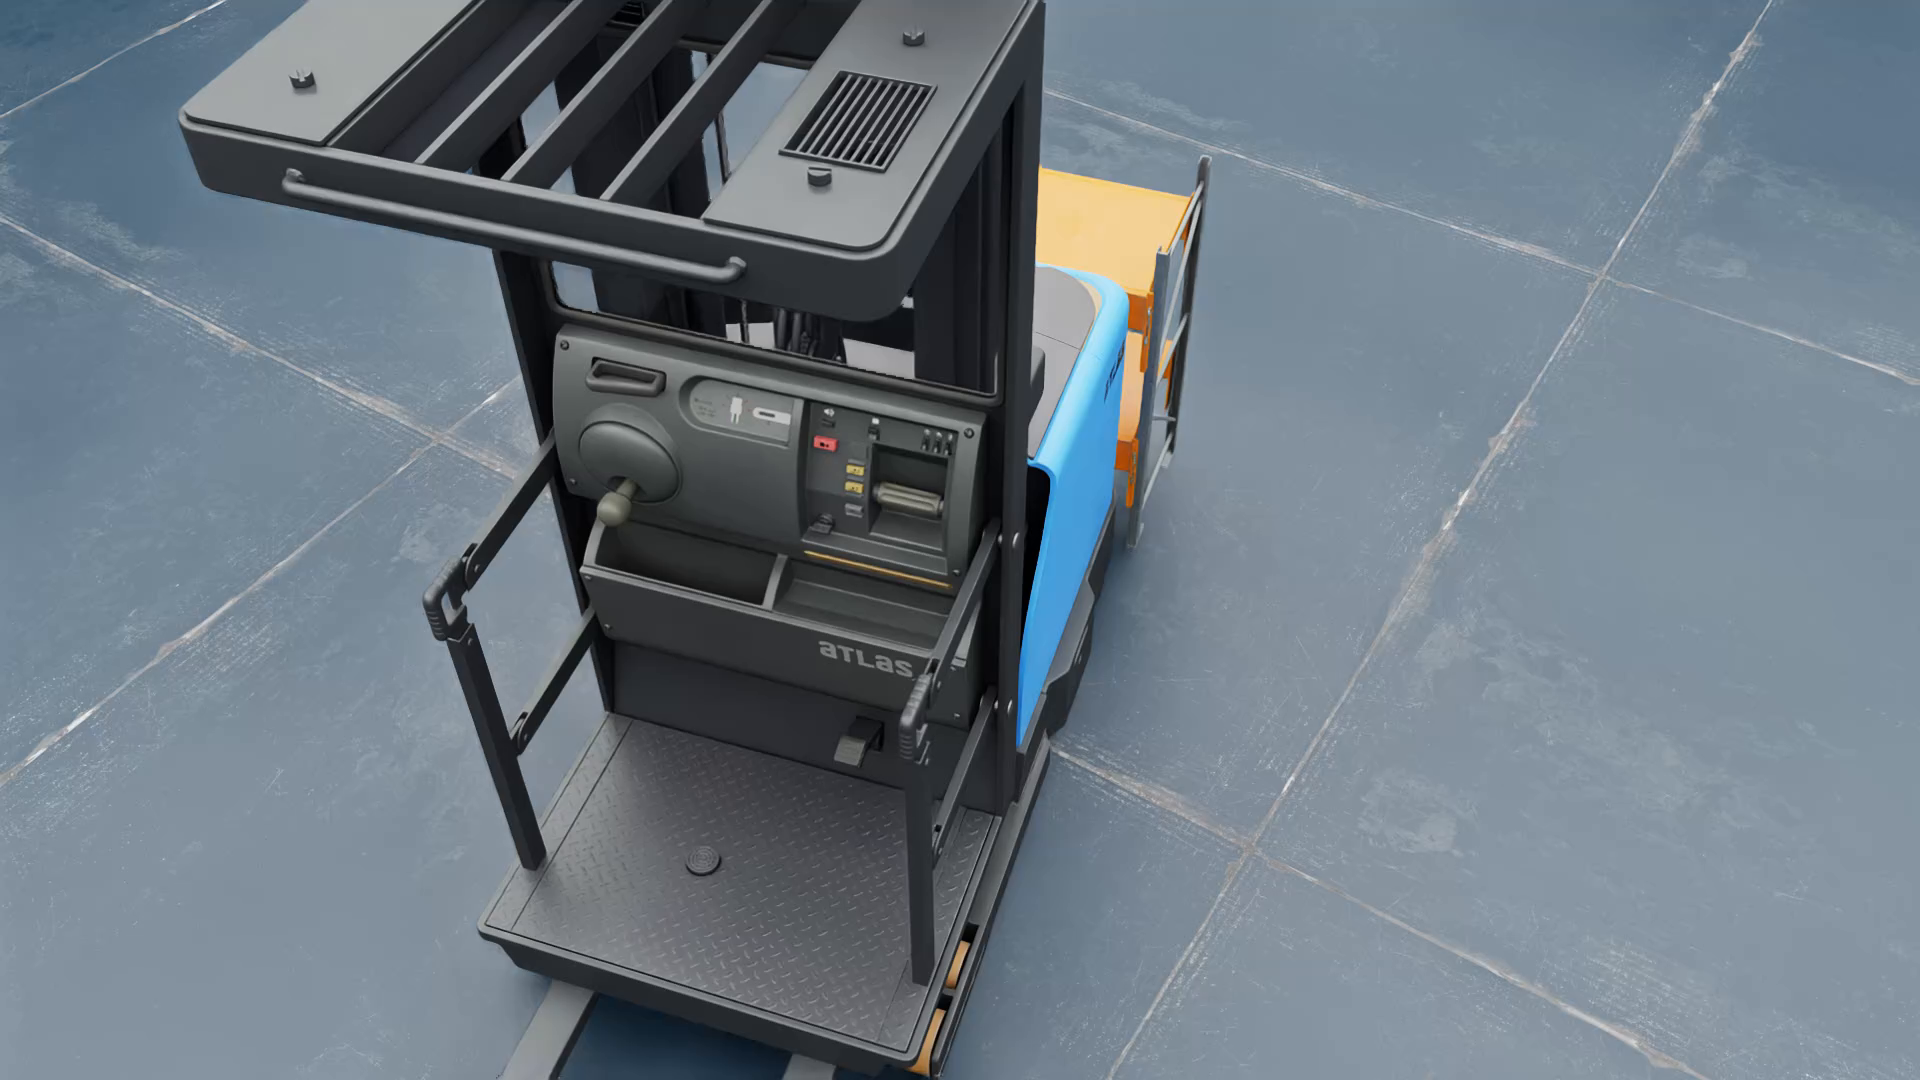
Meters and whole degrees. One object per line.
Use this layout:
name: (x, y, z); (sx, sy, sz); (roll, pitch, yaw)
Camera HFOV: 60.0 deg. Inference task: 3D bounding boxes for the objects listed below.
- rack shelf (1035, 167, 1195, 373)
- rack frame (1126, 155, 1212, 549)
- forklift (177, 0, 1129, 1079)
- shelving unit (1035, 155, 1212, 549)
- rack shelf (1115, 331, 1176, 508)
rack shelf: (0.143, -0.865, 4.898); (1.000, 0.278, 0.538); (15, 48, 14)
rack frame: (0.621, -0.537, 4.987); (0.032, 1.125, 0.500); (15, 48, 14)
forklift: (-0.472, -0.072, 3.276); (1.130, 2.935, 3.031); (13, 47, 12)
shelving unit: (0.143, -0.661, 5.108); (1.048, 1.125, 0.538); (15, 48, 14)
rack shelf: (0.143, -0.490, 5.283); (1.000, 0.278, 0.538); (15, 48, 14)
